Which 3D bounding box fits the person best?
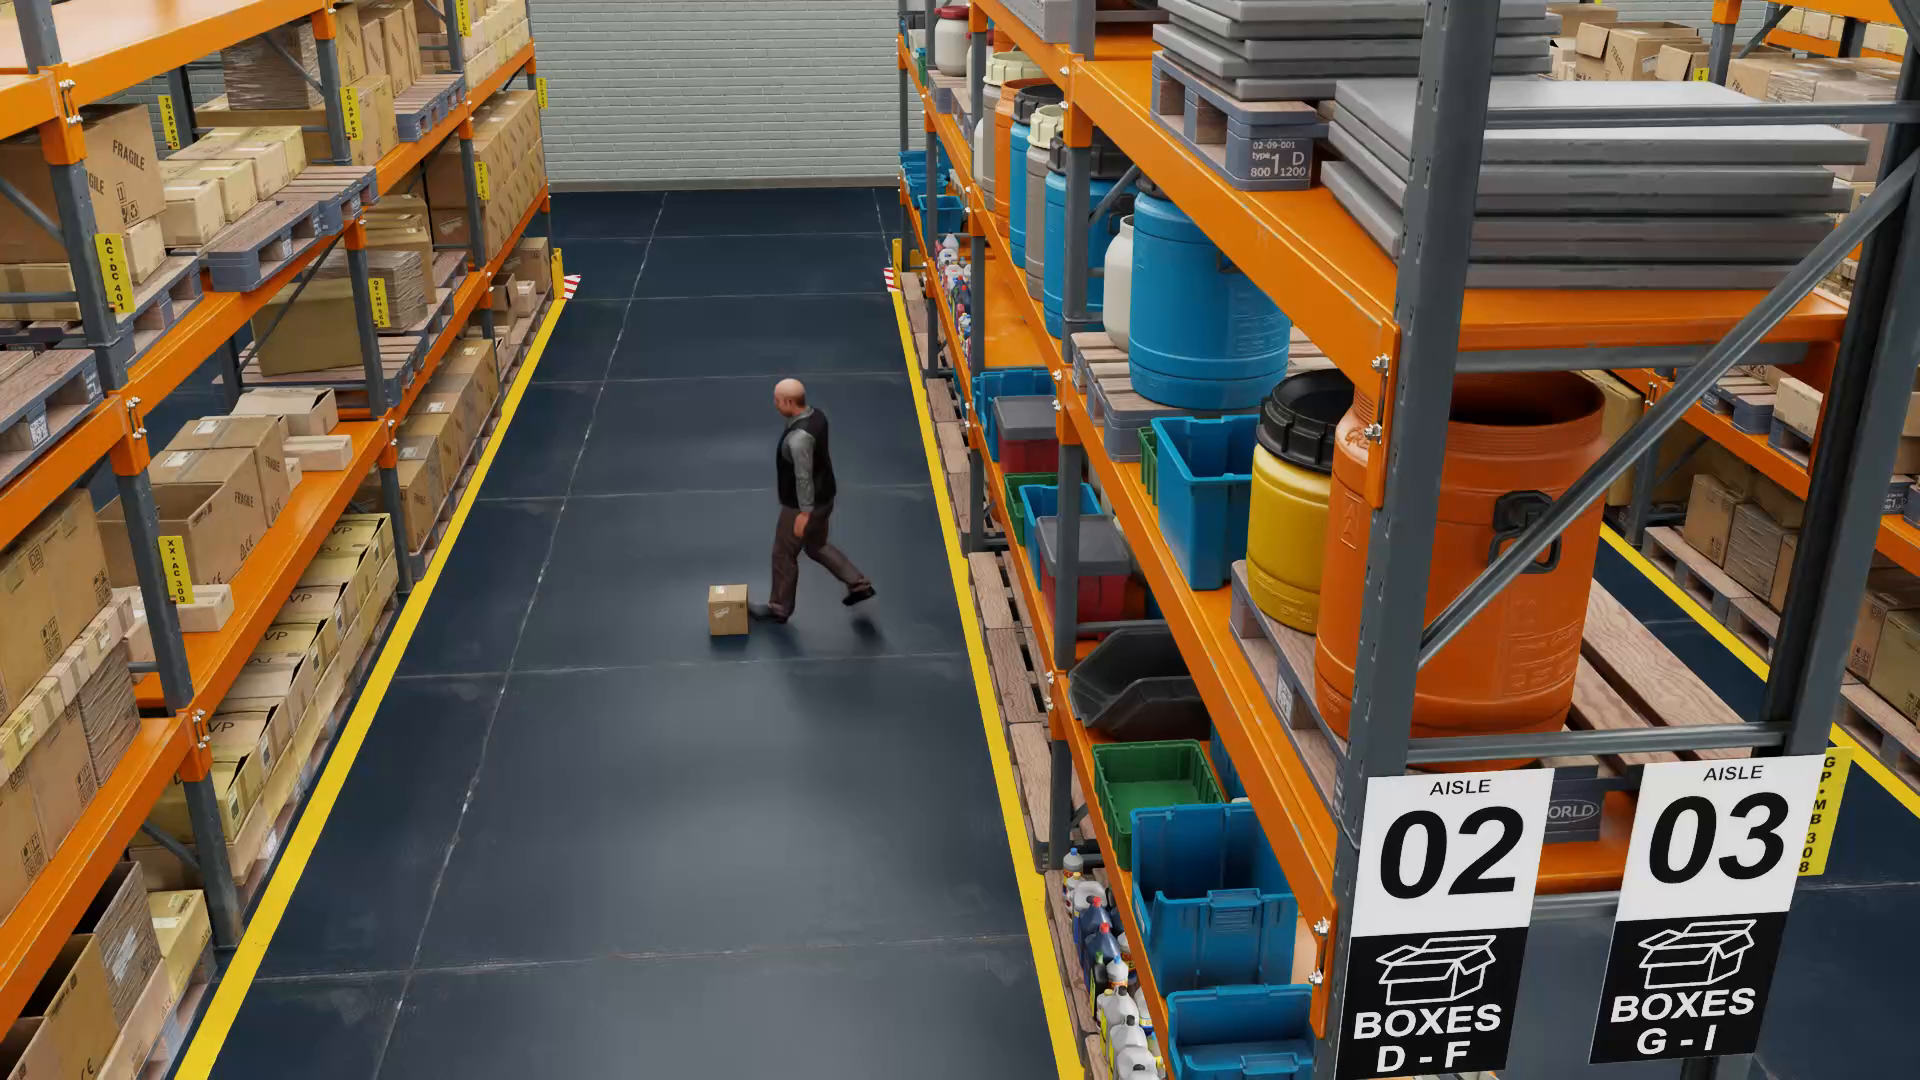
[{"bbox_3d":[-1.008,-0.247,10.936,0.865,1.706,0.535,5,24,12],"label":"person"}]
